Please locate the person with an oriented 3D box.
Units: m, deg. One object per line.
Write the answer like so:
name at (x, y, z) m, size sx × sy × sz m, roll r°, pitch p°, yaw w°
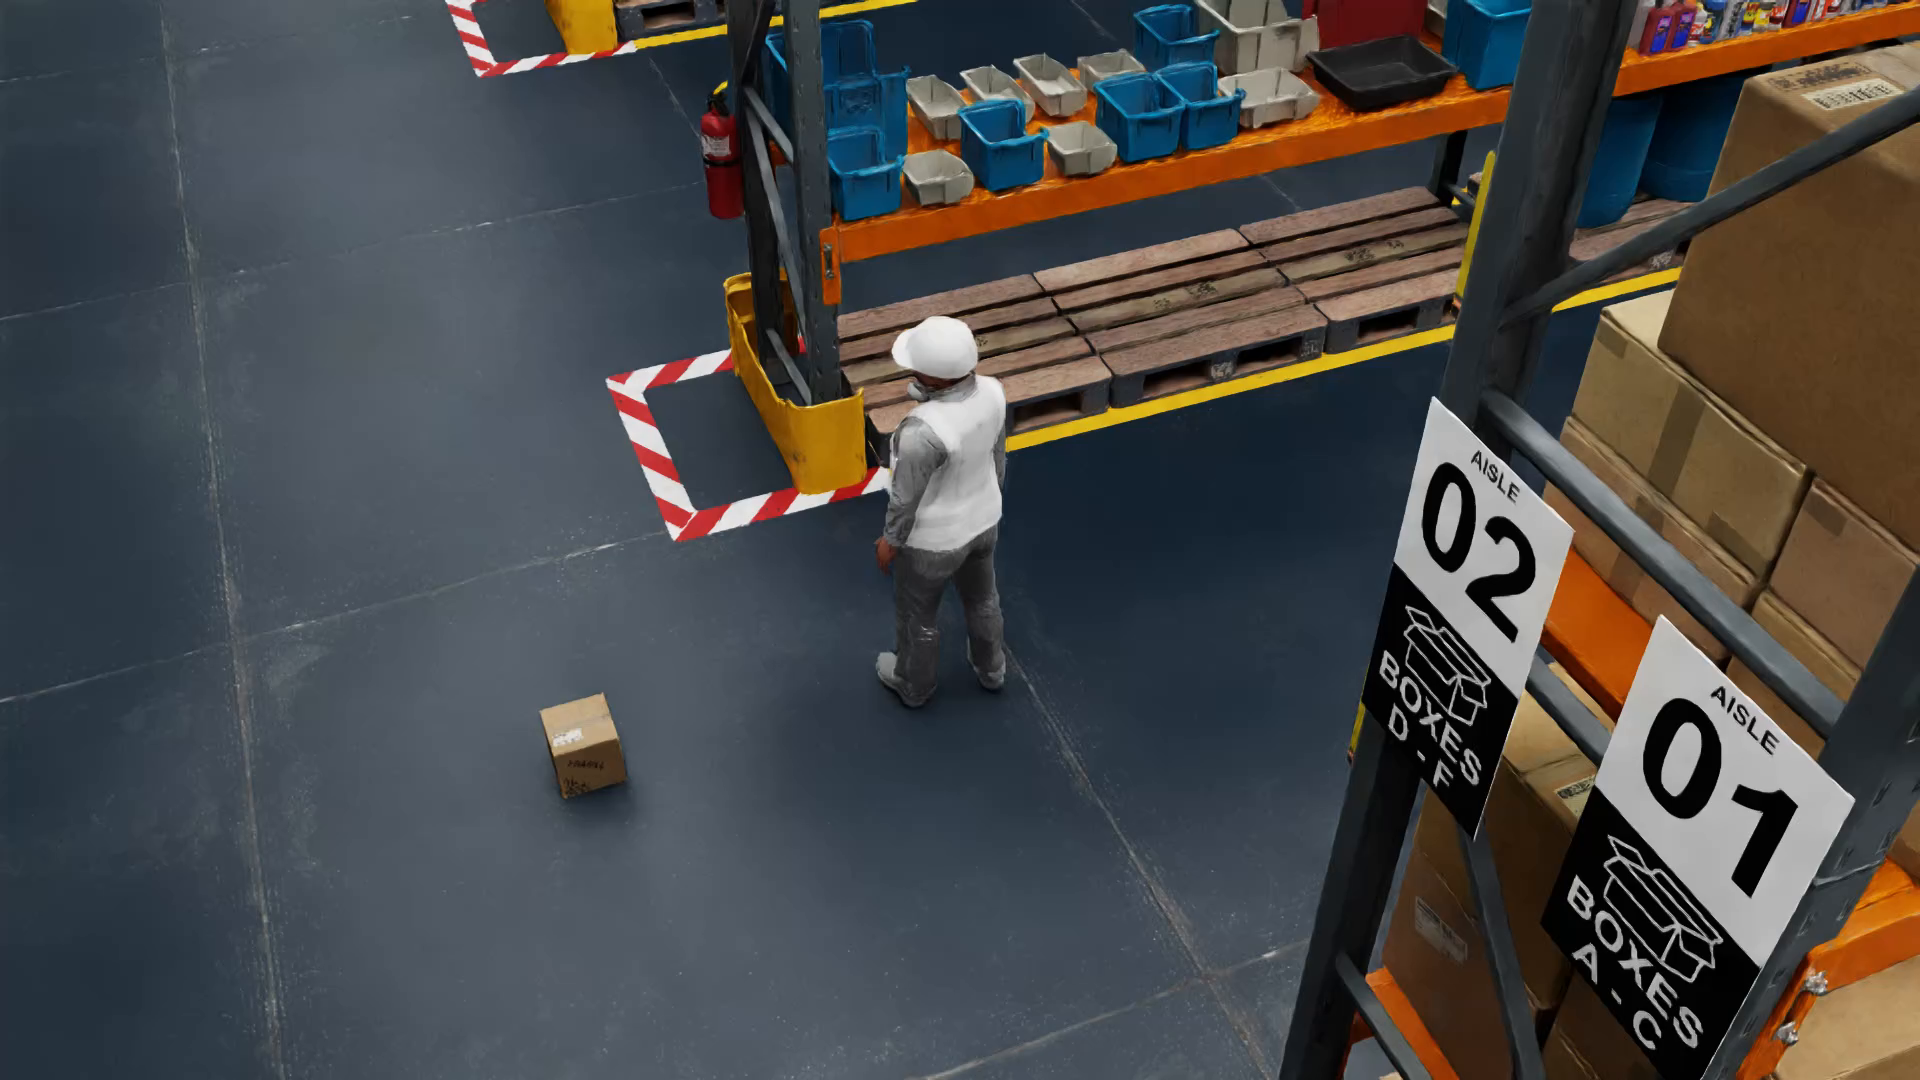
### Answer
person at (-0.080, -0.099, 6.210) m, size 0.472 × 1.779 × 0.577 m, roll 31°, pitch 50°, yaw 30°
